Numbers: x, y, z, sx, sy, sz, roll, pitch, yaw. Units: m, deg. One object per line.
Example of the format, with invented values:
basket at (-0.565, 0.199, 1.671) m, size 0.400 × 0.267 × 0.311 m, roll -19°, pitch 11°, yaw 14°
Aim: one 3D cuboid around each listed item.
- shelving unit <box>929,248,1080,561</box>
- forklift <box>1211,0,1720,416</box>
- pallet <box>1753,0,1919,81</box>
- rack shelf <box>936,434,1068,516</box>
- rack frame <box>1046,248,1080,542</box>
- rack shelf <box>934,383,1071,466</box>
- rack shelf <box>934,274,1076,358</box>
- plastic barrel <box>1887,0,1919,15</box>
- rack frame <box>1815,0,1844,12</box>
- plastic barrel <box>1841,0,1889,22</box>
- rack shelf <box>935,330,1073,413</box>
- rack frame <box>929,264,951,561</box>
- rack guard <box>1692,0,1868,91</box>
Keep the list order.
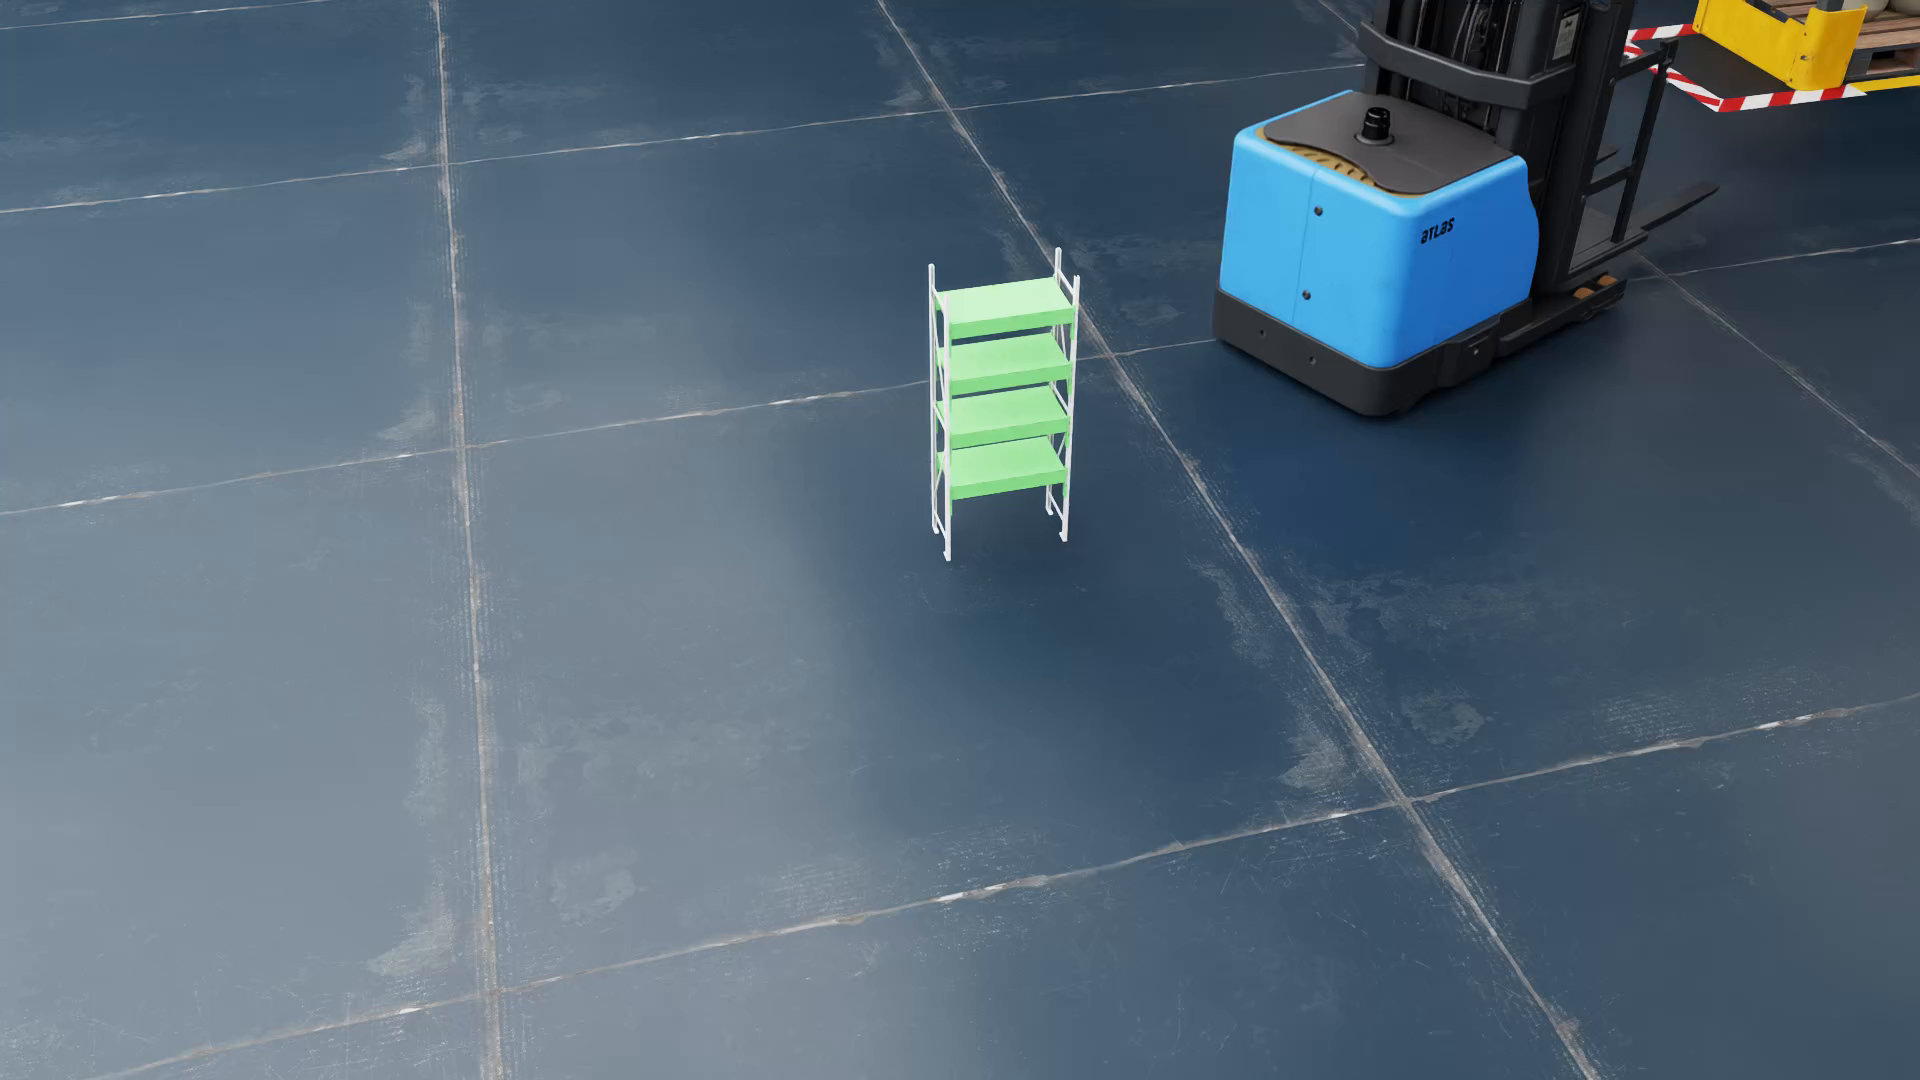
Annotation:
shelving unit at (0.160, -0.503, 6.420) m, size 0.503 × 1.200 × 0.258 m, roll -9°, pitch 38°, yaw -12°
forklift at (2.662, -2.454, 7.546) m, size 3.031 × 2.935 × 1.130 m, roll -26°, pitch 45°, yaw -30°
pallet at (6.056, -3.385, 11.001) m, size 1.213 × 0.211 × 1.003 m, roll -9°, pitch 38°, yaw -12°
rack shelf at (0.160, -0.261, 6.604) m, size 0.480 × 0.148 × 0.258 m, roll -9°, pitch 38°, yaw -12°
rack frame at (0.395, -0.541, 6.470) m, size 0.015 × 1.200 × 0.240 m, roll -9°, pitch 38°, yaw -12°
rack shelf at (0.160, -0.452, 6.459) m, size 0.480 × 0.148 × 0.258 m, roll -9°, pitch 38°, yaw -12°
rack shelf at (0.160, -0.833, 6.167) m, size 0.480 × 0.148 × 0.258 m, roll -9°, pitch 38°, yaw -12°
plastic barrel at (6.309, -3.734, 10.865) m, size 0.421 × 0.512 × 0.421 m, roll 0°, pitch 37°, yaw 0°
rack frame at (5.209, -4.327, 9.938) m, size 0.127 × 3.000 × 1.000 m, roll -9°, pitch 38°, yaw -12°
plastic barrel at (5.825, -3.655, 10.761) m, size 0.421 × 0.512 × 0.421 m, roll 0°, pitch 37°, yaw 0°
rack shelf at (0.160, -0.643, 6.313) m, size 0.480 × 0.148 × 0.258 m, roll -9°, pitch 38°, yaw -12°
rack frame at (-0.076, -0.464, 6.369) m, size 0.015 × 1.200 × 0.240 m, roll -9°, pitch 38°, yaw -12°
rack guard at (5.271, -3.374, 10.749) m, size 0.348 × 0.500 × 1.175 m, roll -9°, pitch 38°, yaw -12°
